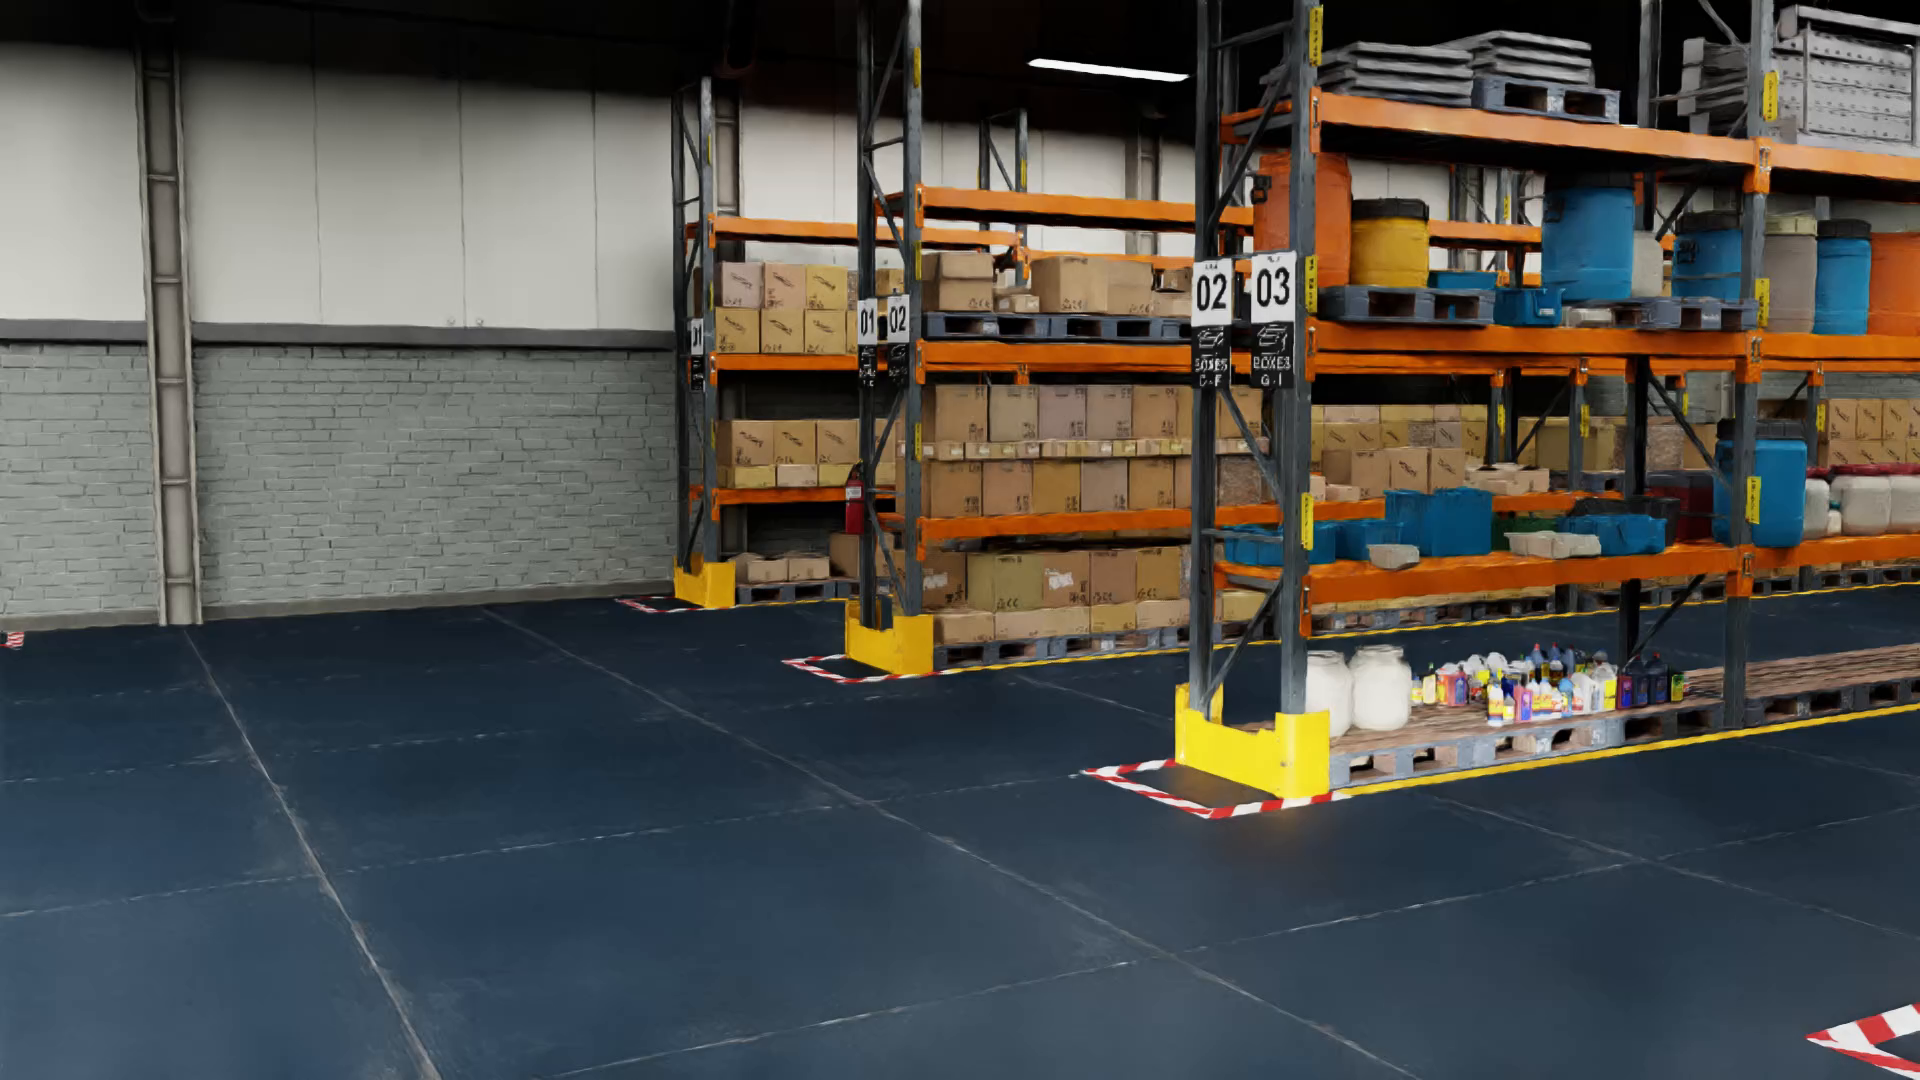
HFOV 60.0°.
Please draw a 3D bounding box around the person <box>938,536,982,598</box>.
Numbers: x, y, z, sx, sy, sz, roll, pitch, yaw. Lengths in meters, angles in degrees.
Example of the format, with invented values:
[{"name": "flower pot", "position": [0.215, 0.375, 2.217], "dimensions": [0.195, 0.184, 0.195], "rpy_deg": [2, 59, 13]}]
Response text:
[{"name": "person", "position": [0.018, 0.023, 17.523], "dimensions": [0.621, 1.626, 0.472], "rpy_deg": [4, 7, 41]}]
